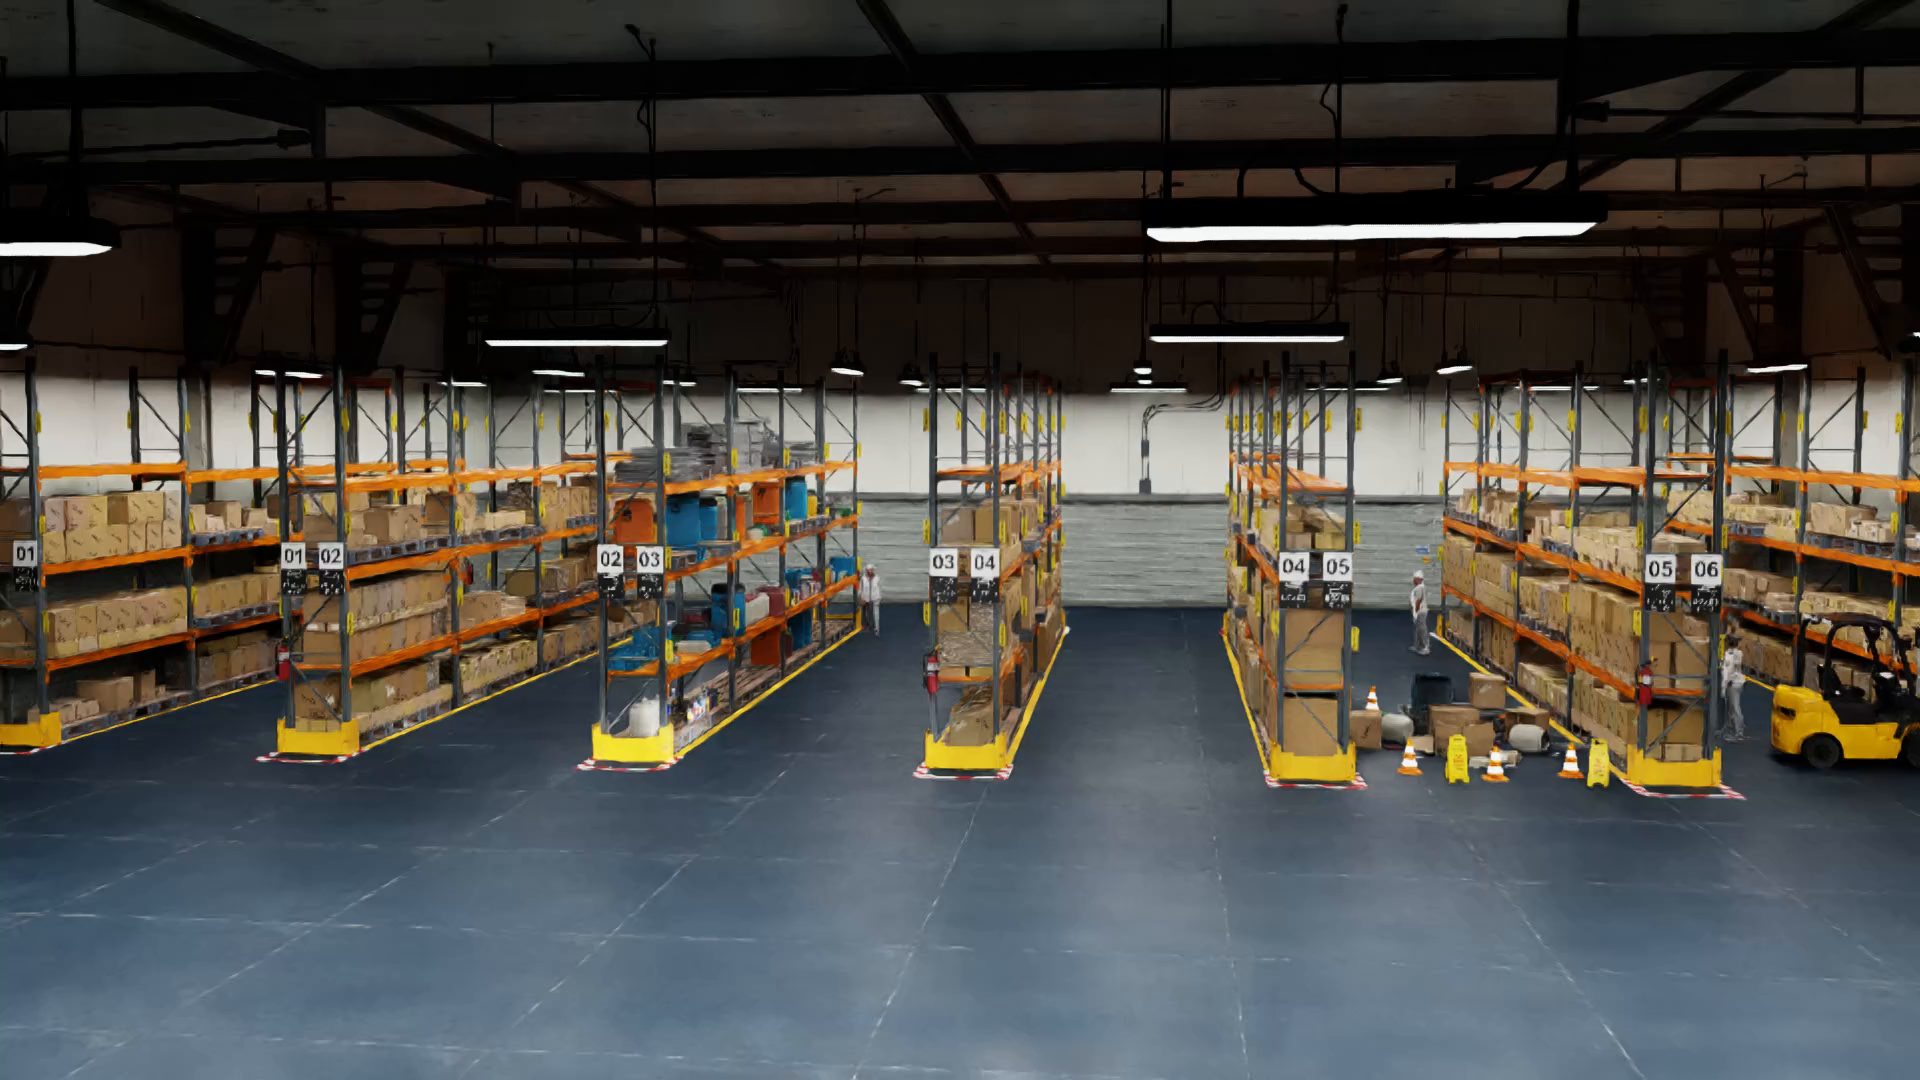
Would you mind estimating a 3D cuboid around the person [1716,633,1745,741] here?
[{"bbox_3d":[12.138,2.301,26.221,0.544,1.667,0.573,3,5,38],"label":"person"}]

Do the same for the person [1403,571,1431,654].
[{"bbox_3d":[9.905,1.553,35.993,0.580,1.783,0.693,1,4,18],"label":"person"}]

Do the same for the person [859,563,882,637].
[{"bbox_3d":[-2.105,1.382,38.958,0.538,1.715,1.026,0,4,-1],"label":"person"}]
